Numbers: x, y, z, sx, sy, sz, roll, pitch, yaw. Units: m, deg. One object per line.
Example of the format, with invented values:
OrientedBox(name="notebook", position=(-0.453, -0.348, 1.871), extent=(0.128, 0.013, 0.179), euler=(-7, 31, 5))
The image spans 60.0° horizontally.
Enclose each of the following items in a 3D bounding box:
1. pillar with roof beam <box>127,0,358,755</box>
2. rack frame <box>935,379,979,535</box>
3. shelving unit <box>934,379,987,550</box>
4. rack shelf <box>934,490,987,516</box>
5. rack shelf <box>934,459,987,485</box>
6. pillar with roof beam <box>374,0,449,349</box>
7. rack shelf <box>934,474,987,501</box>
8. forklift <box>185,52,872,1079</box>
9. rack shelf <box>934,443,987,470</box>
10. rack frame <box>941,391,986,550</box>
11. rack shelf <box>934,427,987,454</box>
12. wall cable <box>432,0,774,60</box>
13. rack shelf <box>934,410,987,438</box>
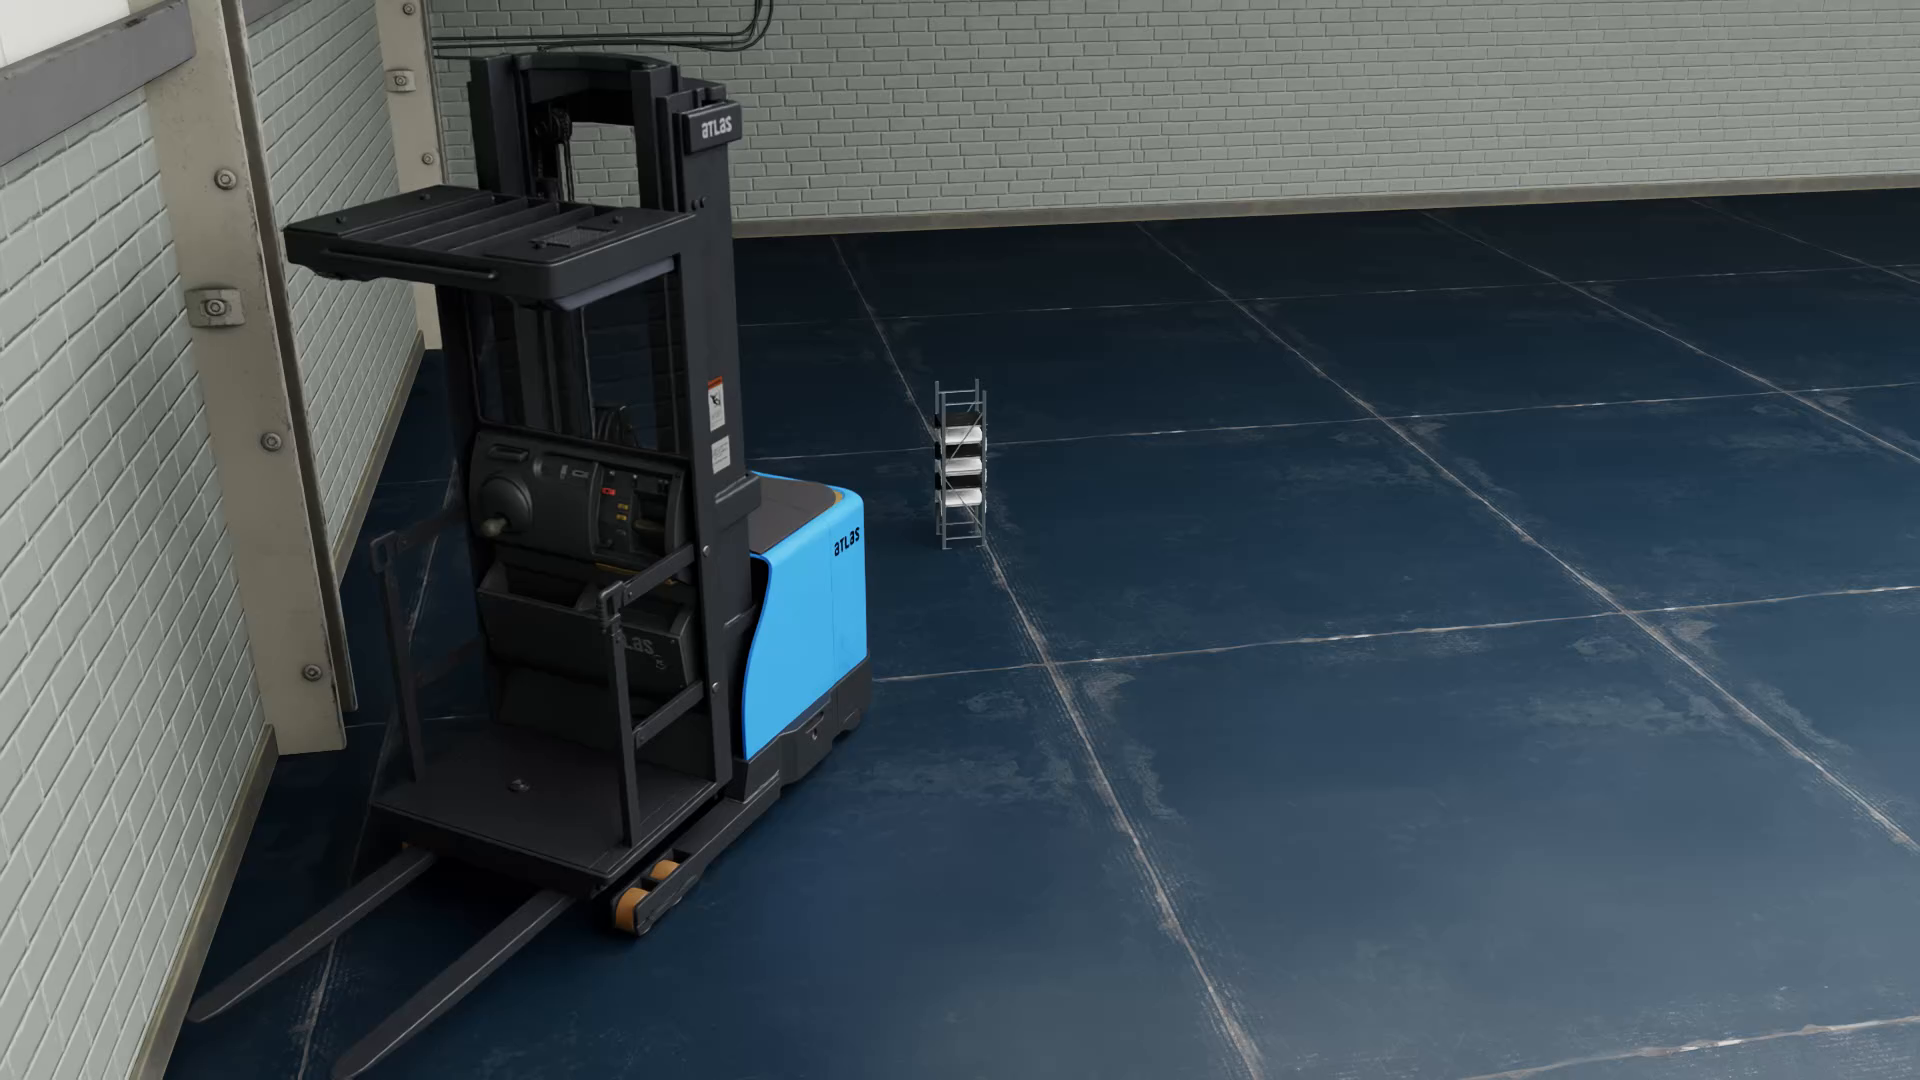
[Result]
OrientedBox(name="pillar with roof beam", position=(1.386, -3.606, 6.264), extent=(9.100, 9.000, 0.400), euler=(-4, 24, -10))
OrientedBox(name="rack frame", position=(-0.017, -0.449, 9.154), extent=(0.240, 0.900, 0.006), euler=(-4, 24, -10))
OrientedBox(name="shelving unit", position=(0.002, -0.409, 9.063), extent=(0.258, 0.900, 0.210), euler=(-4, 24, -10))
OrientedBox(name="rack shelf", position=(0.002, -0.214, 9.148), extent=(0.258, 0.077, 0.200), euler=(-4, 24, -10))
OrientedBox(name="rack shelf", position=(0.002, -0.379, 9.076), extent=(0.258, 0.077, 0.200), euler=(-4, 24, -10))
OrientedBox(name="pillar with roof beam", position=(0.277, -5.966, 11.668), extent=(9.100, 9.000, 0.400), euler=(-4, 24, -10))
OrientedBox(name="rack shelf", position=(0.002, -0.296, 9.112), extent=(0.258, 0.077, 0.200), euler=(-4, 24, -10))
OrientedBox(name="forklift", position=(-1.489, -0.121, 5.865), extent=(1.130, 2.935, 3.031), euler=(11, 26, 23))
OrientedBox(name="rack shelf", position=(0.002, -0.461, 9.040), extent=(0.258, 0.077, 0.200), euler=(-4, 24, -10))
OrientedBox(name="rack frame", position=(0.020, -0.369, 8.971), extent=(0.240, 0.900, 0.006), euler=(-4, 24, -10))
OrientedBox(name="rack shelf", position=(0.002, -0.544, 9.004), extent=(0.258, 0.077, 0.200), euler=(-4, 24, -10))
OrientedBox(name="wall cable", position=(-3.199, -5.481, 14.437), extent=(3.097, 2.526, 0.112), euler=(-4, 24, -10))
OrientedBox(name="rack shelf", position=(0.002, -0.626, 8.968), extent=(0.258, 0.077, 0.200), euler=(-4, 24, -10))
